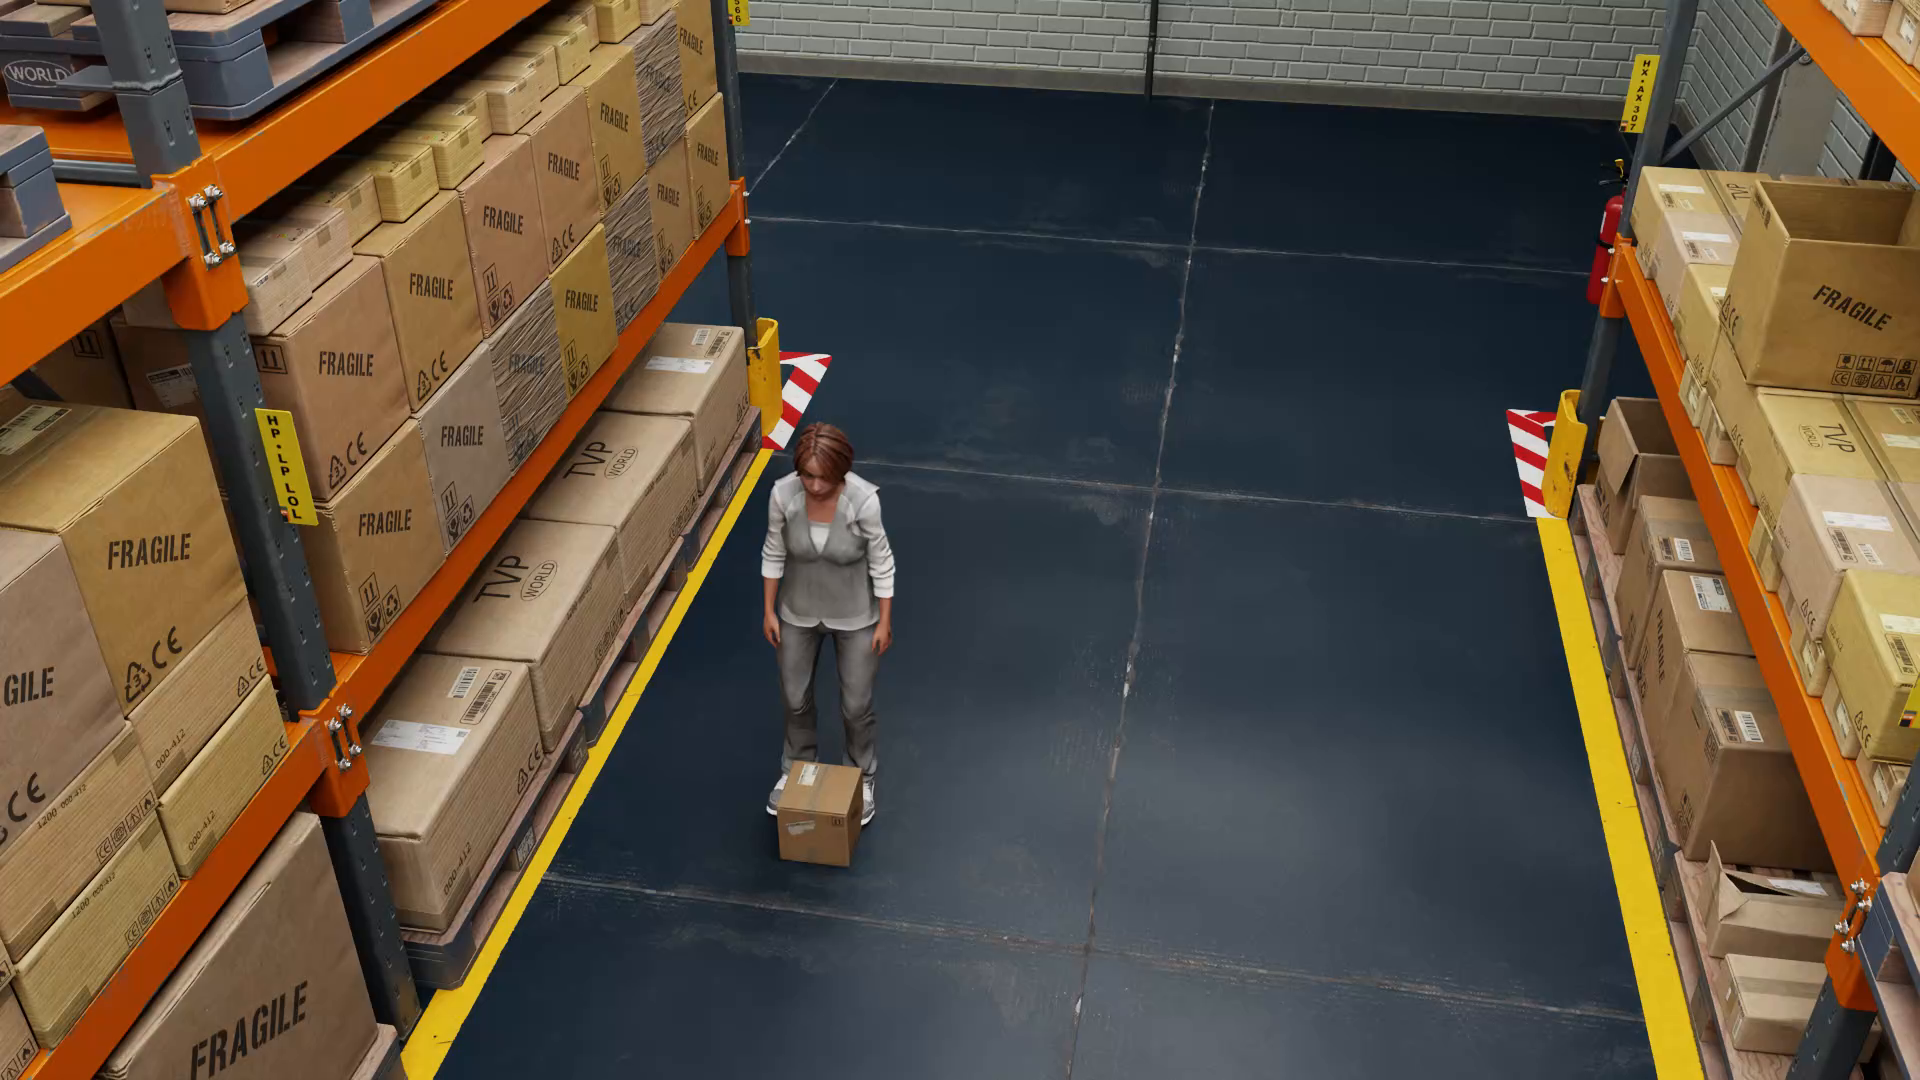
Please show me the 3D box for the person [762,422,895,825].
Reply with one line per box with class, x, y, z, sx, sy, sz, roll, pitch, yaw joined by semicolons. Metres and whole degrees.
person;-0.456;0.278;5.721;0.473;1.590;0.347;4;33;7
